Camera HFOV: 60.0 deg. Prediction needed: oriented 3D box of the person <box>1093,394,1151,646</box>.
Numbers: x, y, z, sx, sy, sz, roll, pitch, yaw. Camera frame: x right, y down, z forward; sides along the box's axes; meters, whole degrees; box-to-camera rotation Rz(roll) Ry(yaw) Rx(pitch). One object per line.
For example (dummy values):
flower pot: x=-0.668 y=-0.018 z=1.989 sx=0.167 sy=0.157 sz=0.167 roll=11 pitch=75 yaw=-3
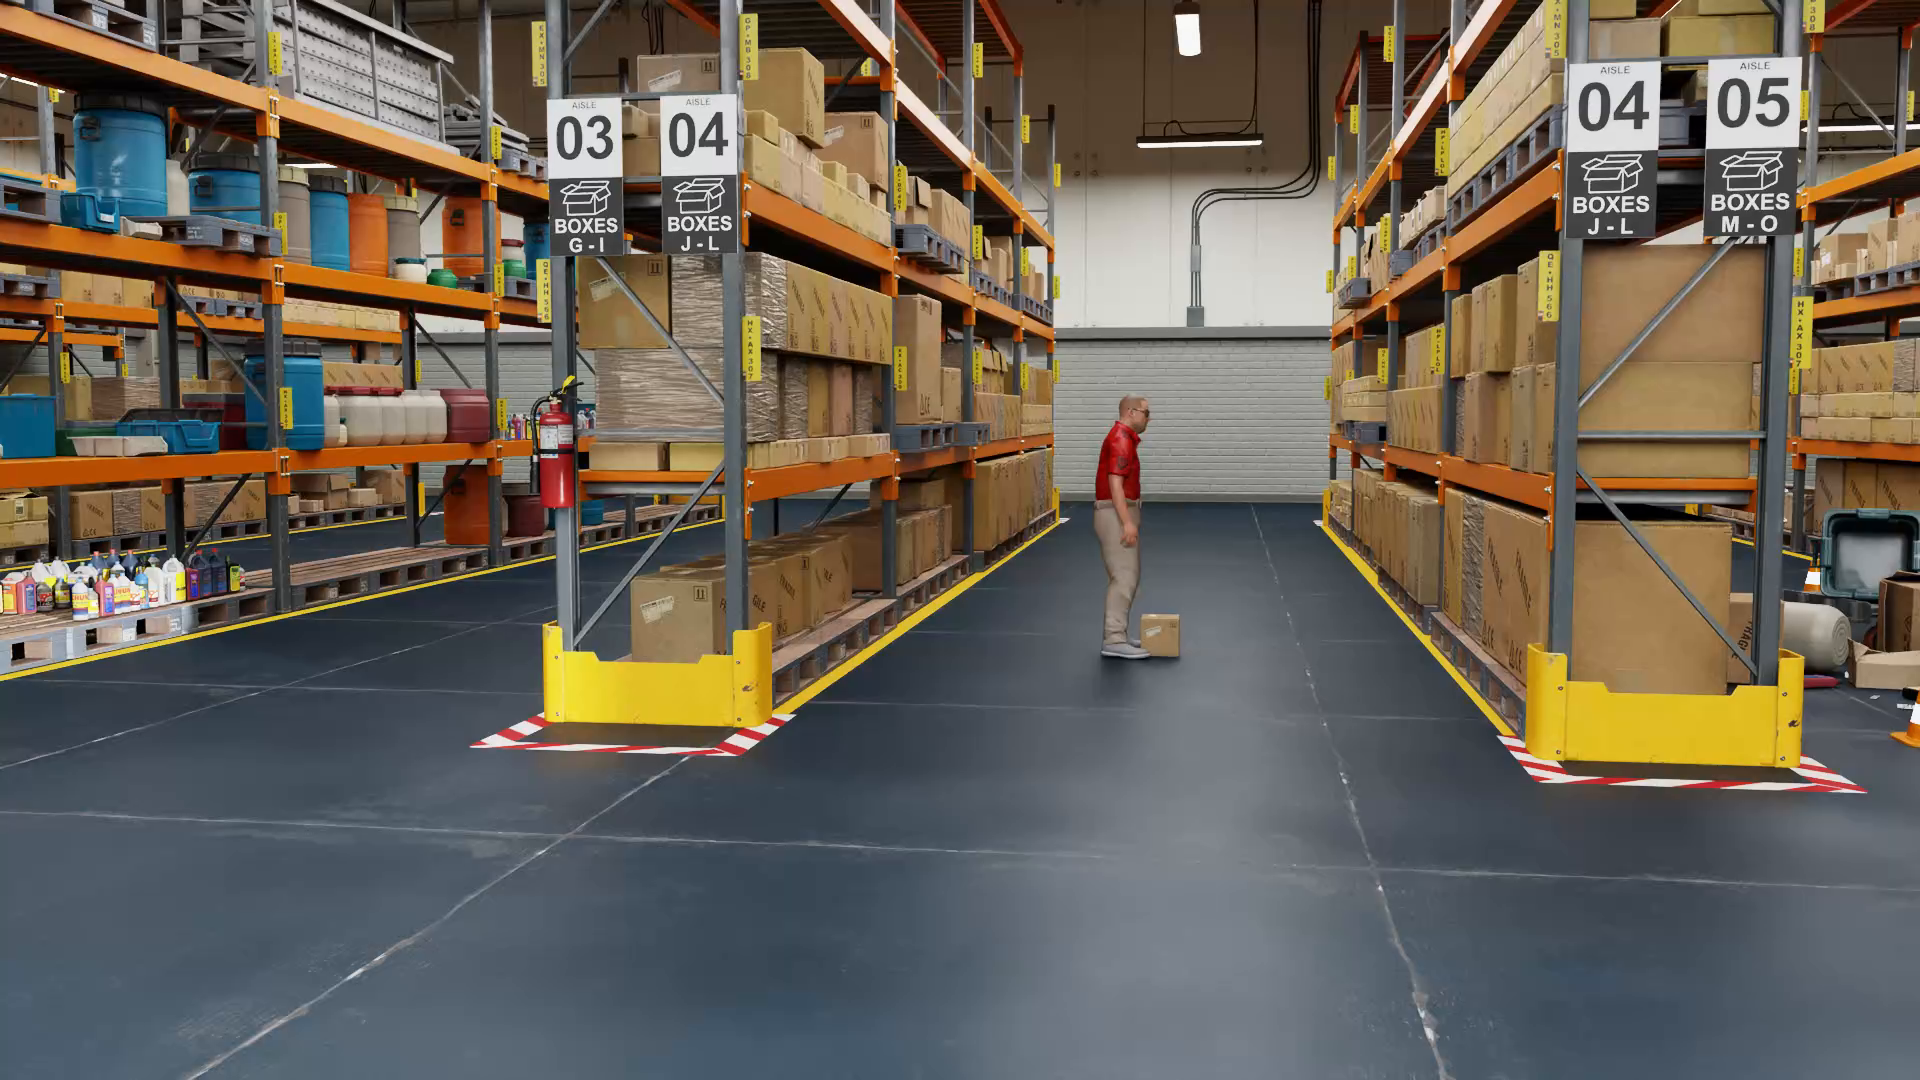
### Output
person: x=1.079 y=-0.140 z=11.076 sx=0.373 sy=1.657 sz=0.596 roll=1 pitch=4 yaw=7
